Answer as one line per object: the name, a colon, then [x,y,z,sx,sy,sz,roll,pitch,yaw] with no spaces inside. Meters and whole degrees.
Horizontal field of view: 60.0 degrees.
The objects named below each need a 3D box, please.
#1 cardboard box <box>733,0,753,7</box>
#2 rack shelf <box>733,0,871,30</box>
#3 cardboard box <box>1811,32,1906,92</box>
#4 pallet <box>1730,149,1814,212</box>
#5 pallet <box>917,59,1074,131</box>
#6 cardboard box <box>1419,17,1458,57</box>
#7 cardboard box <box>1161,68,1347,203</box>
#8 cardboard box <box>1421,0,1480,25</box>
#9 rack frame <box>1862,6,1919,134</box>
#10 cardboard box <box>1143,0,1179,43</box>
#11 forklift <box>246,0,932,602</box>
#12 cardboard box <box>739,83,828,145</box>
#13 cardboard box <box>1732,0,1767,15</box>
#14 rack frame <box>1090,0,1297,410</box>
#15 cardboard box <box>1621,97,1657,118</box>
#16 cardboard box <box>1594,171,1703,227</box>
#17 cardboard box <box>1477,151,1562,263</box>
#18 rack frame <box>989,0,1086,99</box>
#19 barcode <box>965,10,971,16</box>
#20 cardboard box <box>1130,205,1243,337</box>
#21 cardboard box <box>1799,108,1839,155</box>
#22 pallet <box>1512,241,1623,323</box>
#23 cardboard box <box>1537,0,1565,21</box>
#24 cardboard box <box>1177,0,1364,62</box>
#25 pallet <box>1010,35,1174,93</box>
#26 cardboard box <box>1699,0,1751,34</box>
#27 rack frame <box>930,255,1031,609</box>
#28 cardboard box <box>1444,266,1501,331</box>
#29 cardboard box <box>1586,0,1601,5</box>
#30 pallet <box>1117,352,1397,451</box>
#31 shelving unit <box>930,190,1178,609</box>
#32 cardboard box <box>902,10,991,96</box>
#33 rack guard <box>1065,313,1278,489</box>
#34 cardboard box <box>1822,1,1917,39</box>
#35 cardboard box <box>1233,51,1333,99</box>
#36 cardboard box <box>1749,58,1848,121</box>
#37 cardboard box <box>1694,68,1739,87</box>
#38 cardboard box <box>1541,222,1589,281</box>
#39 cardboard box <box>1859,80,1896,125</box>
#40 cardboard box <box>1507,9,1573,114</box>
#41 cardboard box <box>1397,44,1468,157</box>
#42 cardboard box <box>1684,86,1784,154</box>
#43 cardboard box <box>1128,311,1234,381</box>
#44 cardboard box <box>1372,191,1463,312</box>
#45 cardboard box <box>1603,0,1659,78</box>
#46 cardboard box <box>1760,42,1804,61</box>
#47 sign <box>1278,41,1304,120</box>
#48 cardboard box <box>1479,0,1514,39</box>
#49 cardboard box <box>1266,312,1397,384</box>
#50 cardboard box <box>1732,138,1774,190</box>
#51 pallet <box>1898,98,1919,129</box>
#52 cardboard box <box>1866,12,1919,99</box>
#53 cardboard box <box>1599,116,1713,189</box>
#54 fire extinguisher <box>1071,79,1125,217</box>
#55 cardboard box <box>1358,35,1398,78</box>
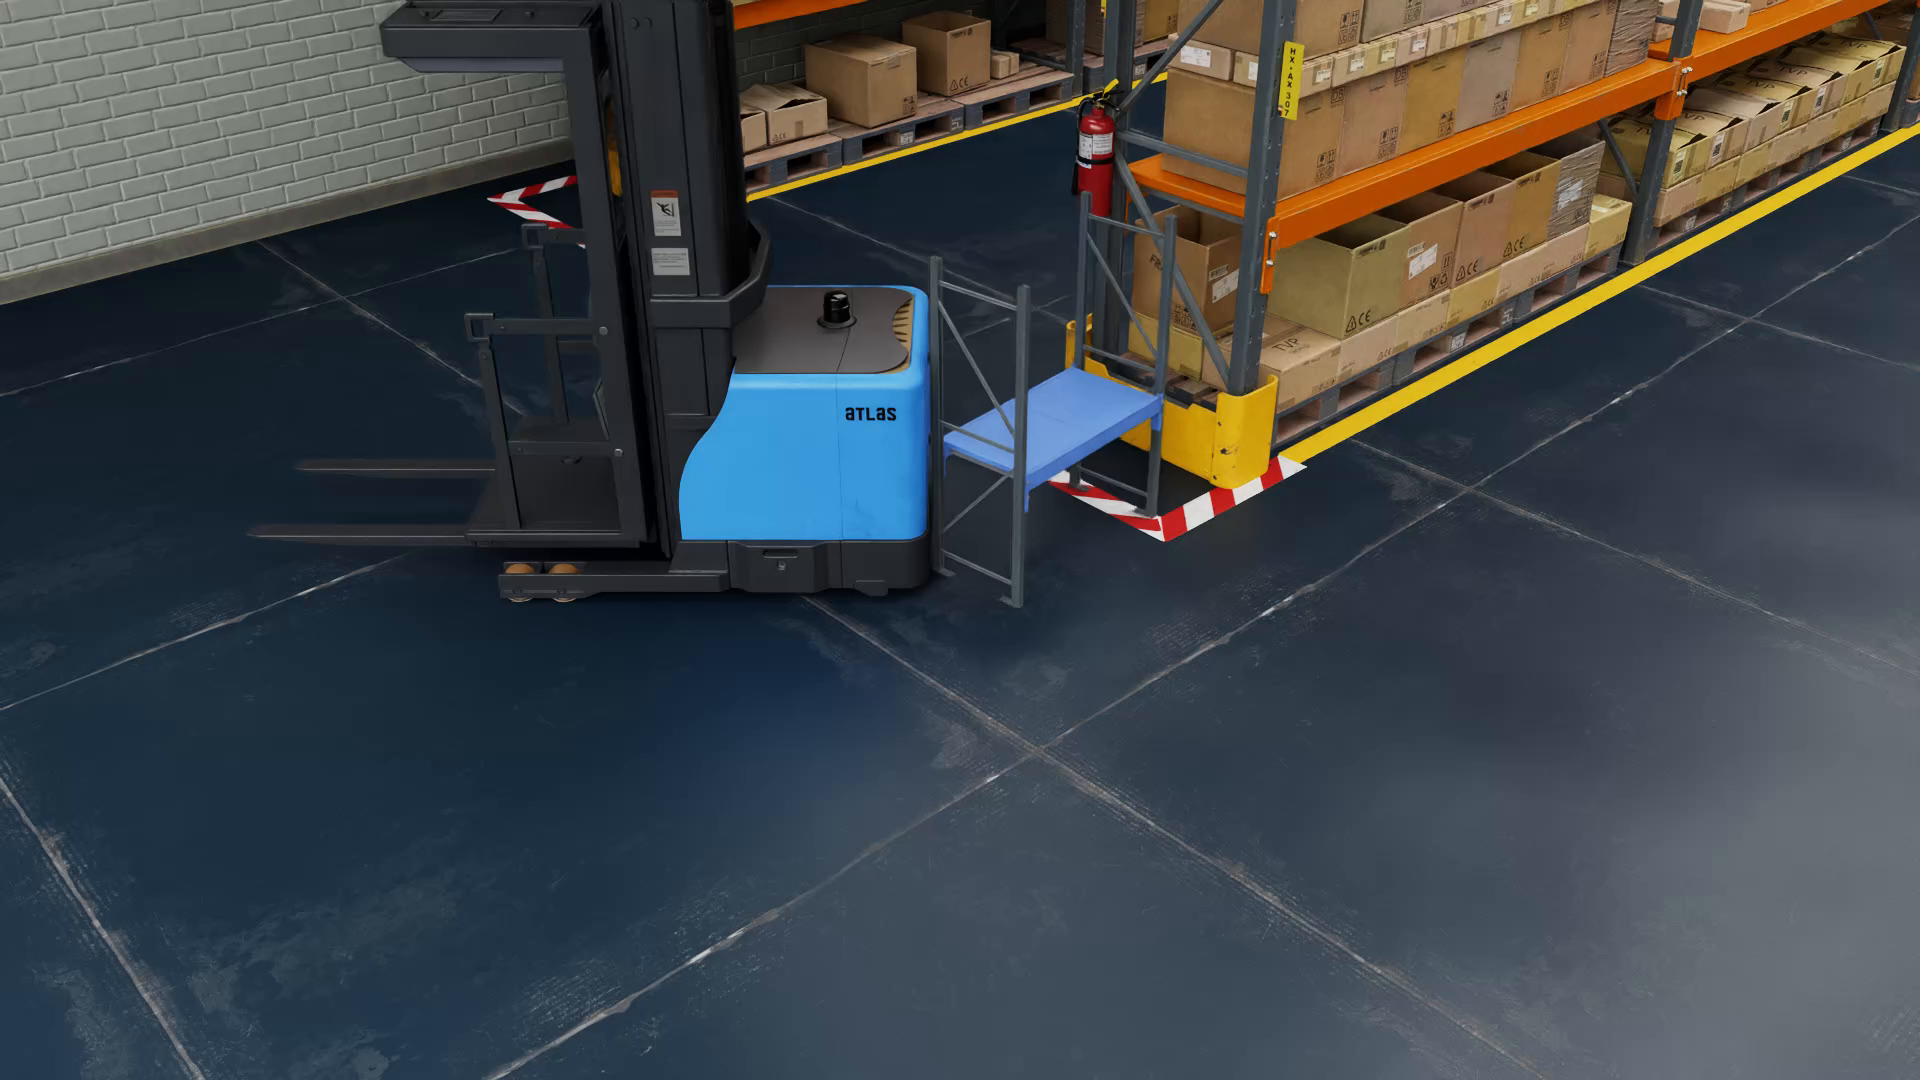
cardboard box: [-1.732,-3.698,11.046,0.500,0.250,0.500,-27,41,-37]
rack shelf: [-0.839,-4.104,12.276,4.000,0.370,1.077,-26,40,-35]
cardboard box: [6.715,-3.611,12.475,0.500,0.311,0.500,-25,39,-34]
pallet: [5.407,-2.748,12.042,1.213,0.211,1.003,-26,40,-35]
pallet: [0.159,-3.679,13.564,1.213,0.211,1.003,-26,40,-35]
cardboard box: [2.256,-2.551,8.329,0.250,0.149,0.380,-27,41,-37]
cardboard box: [1.417,-2.011,8.068,0.500,0.500,0.700,-26,40,-35]
cardboard box: [2.206,-2.951,8.362,0.500,0.500,0.700,-26,40,-35]
rack frame: [6.932,-4.646,12.472,0.127,3.000,1.000,-26,40,-35]
cardboard box: [1.501,-4.712,14.554,0.500,0.500,0.700,-27,40,-36]
forklift: [-1.647,-1.254,6.991,3.031,2.935,1.130,0,31,0]
cardboard box: [-1.319,-3.155,12.191,0.500,0.311,0.500,-22,38,-32]
cardboard box: [4.959,-3.722,10.866,0.500,0.500,0.500,-23,38,-32]
rack frame: [1.066,-1.808,7.831,0.127,3.000,1.000,-26,40,-35]
cardboard box: [4.478,-2.912,11.333,0.500,0.311,0.500,-25,39,-34]
cardboard box: [4.463,-2.281,10.838,0.500,0.250,0.500,-27,40,-37]
cardboard box: [3.069,-1.953,9.583,0.500,0.500,0.500,-26,40,-35]
rack frame: [0.628,-5.120,13.248,0.127,3.000,1.000,-26,40,-35]
barcode: [0.069,-4.278,13.539,0.075,0.075,0.001,-26,40,-35]
cardboard box: [1.257,-1.438,8.741,0.500,0.500,0.500,-26,40,-35]
cardboard box: [5.966,-3.010,12.031,0.500,0.250,0.500,-25,39,-34]
pallet: [3.387,-1.771,10.444,1.213,0.211,1.003,-26,40,-35]
cardboard box: [3.013,-2.918,8.929,0.250,0.149,0.380,-25,39,-34]
cardboard box: [1.455,-2.584,7.760,0.500,0.500,0.700,-26,40,-35]
pallet: [1.198,-4.207,14.428,1.213,0.211,1.003,-26,40,-35]
cardboard box: [4.787,-3.356,10.603,0.250,0.149,0.380,-26,40,-35]
rack frame: [0.077,-0.429,7.014,0.500,1.500,0.032,24,39,34]
cardboard box: [2.711,-1.451,9.480,0.500,0.250,0.500,-26,40,-35]
cardboard box: [3.380,-3.093,9.216,0.250,0.149,0.380,-26,40,-36]
pallet: [1.598,-0.906,9.029,1.213,0.211,1.003,-26,40,-35]
shelving unit: [0.407,-0.630,7.343,0.538,1.500,1.048,24,39,34]
cardboard box: [-0.106,-3.858,13.159,0.500,0.500,0.500,26,40,35]
rack guard: [1.048,-0.733,8.469,0.348,0.500,1.175,-26,40,-35]
cardboard box: [7.458,-4.188,13.699,0.500,0.500,0.500,-24,39,-34]
cardboard box: [1.500,-2.184,7.729,0.250,0.149,0.380,-26,40,-36]
cardboard box: [5.967,-3.246,11.879,0.500,0.311,0.500,-26,40,-36]
cardboard box: [5.217,-3.265,11.910,0.500,0.311,0.500,-26,40,-36]
cardboard box: [3.434,-1.811,10.070,0.500,0.250,0.500,-26,40,-35]
cardboard box: [6.712,-3.372,12.622,0.500,0.250,0.500,-25,39,-34]
cardboard box: [2.925,-2.744,9.266,0.500,0.500,0.700,-25,39,-35]
cardboard box: [2.166,-2.373,8.660,0.500,0.500,0.700,-26,40,-35]
cardboard box: [5.220,-2.883,11.285,0.500,0.311,0.500,-27,41,-37]
cardboard box: [1.258,-1.117,8.935,0.500,0.250,0.500,-26,40,-35]
cardboard box: [2.333,-1.599,9.005,0.500,0.500,0.500,-26,40,-35]
cardboard box: [3.678,-3.110,9.864,0.500,0.500,0.700,-27,41,-37]
cardboard box: [5.969,-3.628,12.503,0.500,0.311,0.500,-27,40,-37]
sign: [1.439,-1.997,7.234,0.005,0.325,0.100,-26,40,-35]
cardboard box: [2.627,-2.729,8.620,0.250,0.149,0.380,-25,40,-35]
cardboard box: [1.974,-1.098,8.903,0.500,0.250,0.500,-26,40,-35]
cardboard box: [5.217,-2.647,11.436,0.500,0.250,0.500,-27,41,-37]
pallet: [7.505,-3.706,13.609,1.213,0.211,1.003,-26,40,-35]
cardboard box: [7.460,-3.819,13.094,0.500,0.500,0.500,-24,39,-34]
cardboard box: [4.471,-2.523,10.697,0.500,0.311,0.500,-26,40,-35]
fire extinguisher: [0.663,-1.911,8.074,0.183,0.674,0.296,-26,40,-35]
cardboard box: [1.875,-2.367,8.028,0.250,0.149,0.380,-26,40,-35]
